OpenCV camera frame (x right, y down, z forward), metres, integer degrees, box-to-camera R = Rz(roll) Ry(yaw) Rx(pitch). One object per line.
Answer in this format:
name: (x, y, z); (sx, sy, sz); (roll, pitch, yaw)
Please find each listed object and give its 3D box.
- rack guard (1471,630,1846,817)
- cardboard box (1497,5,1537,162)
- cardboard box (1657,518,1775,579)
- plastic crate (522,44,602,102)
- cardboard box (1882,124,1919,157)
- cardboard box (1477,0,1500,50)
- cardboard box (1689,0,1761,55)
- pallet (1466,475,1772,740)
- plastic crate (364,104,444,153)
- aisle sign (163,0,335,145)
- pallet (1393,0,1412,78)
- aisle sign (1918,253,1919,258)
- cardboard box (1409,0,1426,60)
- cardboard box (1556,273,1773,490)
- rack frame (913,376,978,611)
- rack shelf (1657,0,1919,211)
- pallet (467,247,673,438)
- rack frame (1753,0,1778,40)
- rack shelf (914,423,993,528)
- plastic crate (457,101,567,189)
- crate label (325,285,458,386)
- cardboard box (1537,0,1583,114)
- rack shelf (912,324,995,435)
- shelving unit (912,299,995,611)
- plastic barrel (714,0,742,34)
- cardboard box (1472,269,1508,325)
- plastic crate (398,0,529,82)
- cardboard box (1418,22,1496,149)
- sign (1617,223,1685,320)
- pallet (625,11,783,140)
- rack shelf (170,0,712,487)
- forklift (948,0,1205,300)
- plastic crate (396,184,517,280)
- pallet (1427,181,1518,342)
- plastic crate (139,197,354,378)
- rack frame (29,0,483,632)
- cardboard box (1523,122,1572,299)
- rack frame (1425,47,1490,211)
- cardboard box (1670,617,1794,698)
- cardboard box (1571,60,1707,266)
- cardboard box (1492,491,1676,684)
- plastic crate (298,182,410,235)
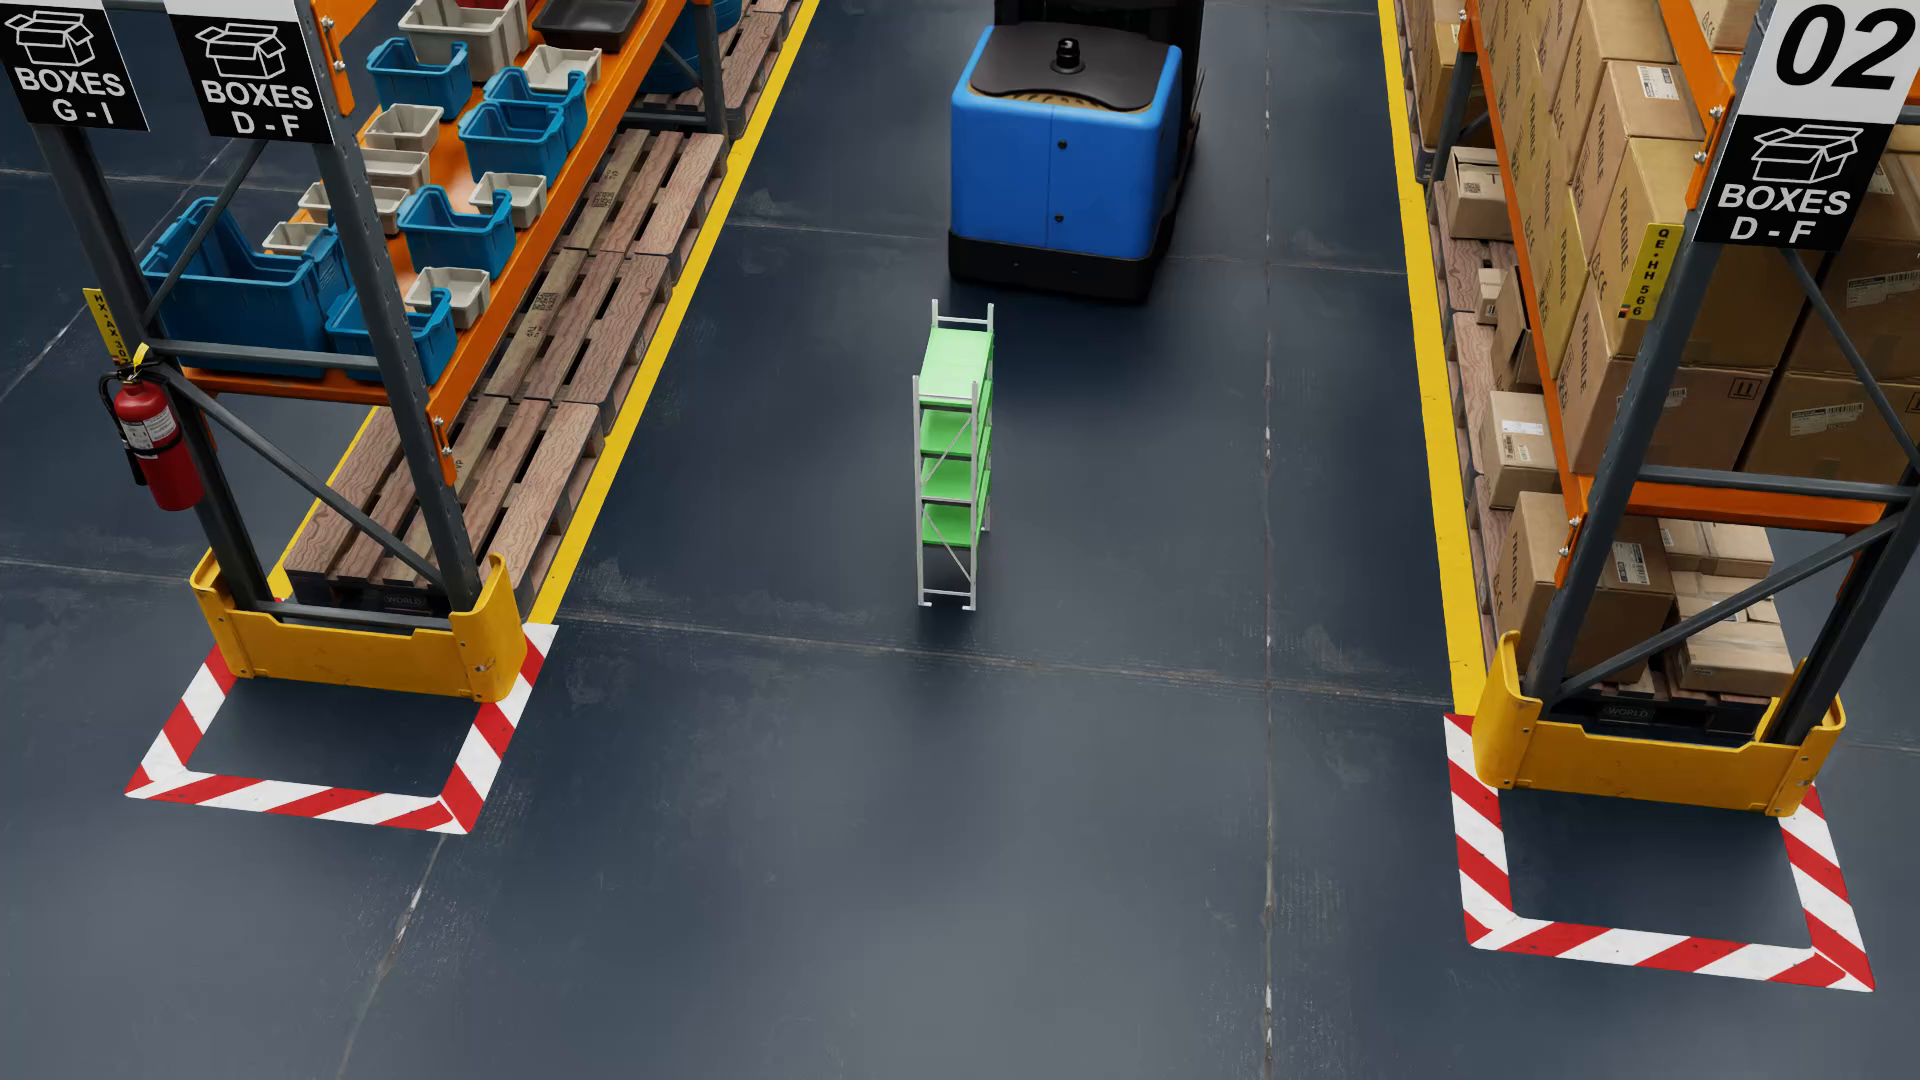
rack guard: (2.556, 0.682, 6.166); (1.175, 0.500, 0.348); (5, 44, 6)
cardboard box: (2.604, -1.924, 7.027); (0.500, 0.500, 0.500); (5, 44, 5)
cardboard box: (2.965, -0.021, 6.770); (0.500, 0.250, 0.500); (5, 44, 6)
plastic crate: (-1.767, -2.065, 7.397); (0.293, 0.136, 0.466); (5, 44, 6)
cardboard box: (2.927, -1.209, 5.545); (0.500, 0.500, 0.500); (6, 44, 6)
cardboard box: (2.737, -2.614, 7.756); (0.500, 0.500, 0.500); (6, 44, 7)
cardboard box: (2.352, -1.583, 4.668); (0.500, 0.250, 0.500); (5, 44, 6)
pallet: (2.660, 0.243, 6.840); (1.003, 0.211, 1.213); (5, 44, 6)
plastic crate: (-2.350, -1.717, 7.030); (0.298, 0.136, 0.250); (5, 44, 6)
aisle sign: (-2.079, -1.495, 4.756); (0.394, 0.787, 0.004); (5, 44, 6)
pallet: (3.303, -3.279, 10.560); (1.003, 0.211, 1.213); (5, 44, 6)
aisle sign: (2.828, -1.045, 4.281); (0.394, 0.787, 0.004); (5, 44, 6)
cardboard box: (2.996, -3.192, 9.938); (0.500, 0.500, 0.500); (6, 44, 6)
cardboard box: (2.335, -0.540, 5.566); (0.500, 0.500, 0.500); (6, 44, 7)
rack frame: (-0.054, -0.157, 6.543); (0.240, 1.200, 0.015); (5, 44, 6)
rack shelf: (2.810, -2.365, 5.908); (1.077, 0.370, 4.000); (5, 44, 6)
pallet: (-2.053, -1.002, 8.155); (1.003, 0.211, 1.213); (5, 44, 6)
rack frame: (2.545, -2.352, 3.190); (1.000, 3.000, 0.127); (5, 44, 6)
rack shelf: (-0.022, -0.276, 6.762); (0.258, 0.148, 0.480); (5, 44, 6)
plastic crate: (-1.831, -1.624, 6.861); (0.416, 0.233, 0.300); (5, 44, 6)
crate label: (-2.005, -0.726, 5.913); (0.416, 0.233, 0.303); (5, 44, 6)
cardboard box: (2.530, -1.950, 6.328); (0.500, 0.500, 0.500); (6, 44, 7)
rack shelf: (-0.022, -0.625, 6.432); (0.258, 0.148, 0.480); (5, 44, 6)
shelving unit: (-0.022, -0.323, 6.718); (0.258, 1.200, 0.503); (5, 44, 6)
plastic barrel: (-1.653, -3.595, 10.086); (0.600, 0.901, 0.708); (5, 44, 6)
cardboard box: (2.700, -1.174, 8.049); (0.380, 0.166, 0.250); (5, 44, 6)
plastic crate: (-2.220, -2.308, 7.548); (0.437, 0.282, 0.530); (5, 44, 6)
cardboard box: (2.855, -2.515, 9.222); (0.500, 0.500, 0.500); (5, 44, 5)
sign: (1.998, -0.773, 4.813); (0.100, 0.325, 0.005); (5, 44, 6)
pallet: (-1.692, -2.862, 10.120); (1.003, 0.211, 1.213); (5, 44, 6)
rack shelf: (-2.100, -1.729, 7.417); (1.077, 0.370, 4.000); (5, 44, 6)
forklift: (0.782, -3.309, 8.613); (1.130, 2.935, 3.031); (9, 44, 10)
plastic crate: (-1.918, -1.175, 6.387); (0.416, 0.233, 0.300); (5, 44, 6)
pallet: (2.983, -1.420, 8.596); (1.003, 0.211, 1.213); (5, 44, 6)
plastic crate: (-2.505, -0.907, 5.957); (0.616, 0.435, 0.499); (5, 44, 6)
rack frame: (-2.364, -0.627, 5.730); (1.000, 3.000, 0.127); (5, 44, 6)
cardboard box: (2.471, -1.234, 6.299); (0.500, 0.500, 0.500); (6, 44, 6)
rack frame: (3.074, -2.900, 8.131); (1.000, 3.000, 0.127); (5, 44, 6)
cardboard box: (2.941, 0.447, 6.350); (0.380, 0.149, 0.250); (5, 44, 6)
cardboard box: (2.398, -1.246, 5.584); (0.500, 0.500, 0.500); (6, 44, 7)
cardboard box: (2.373, 0.181, 6.375); (0.500, 0.500, 0.500); (5, 44, 6)
plastic crate: (-2.383, -1.321, 6.612); (0.396, 0.136, 0.243); (5, 44, 6)
